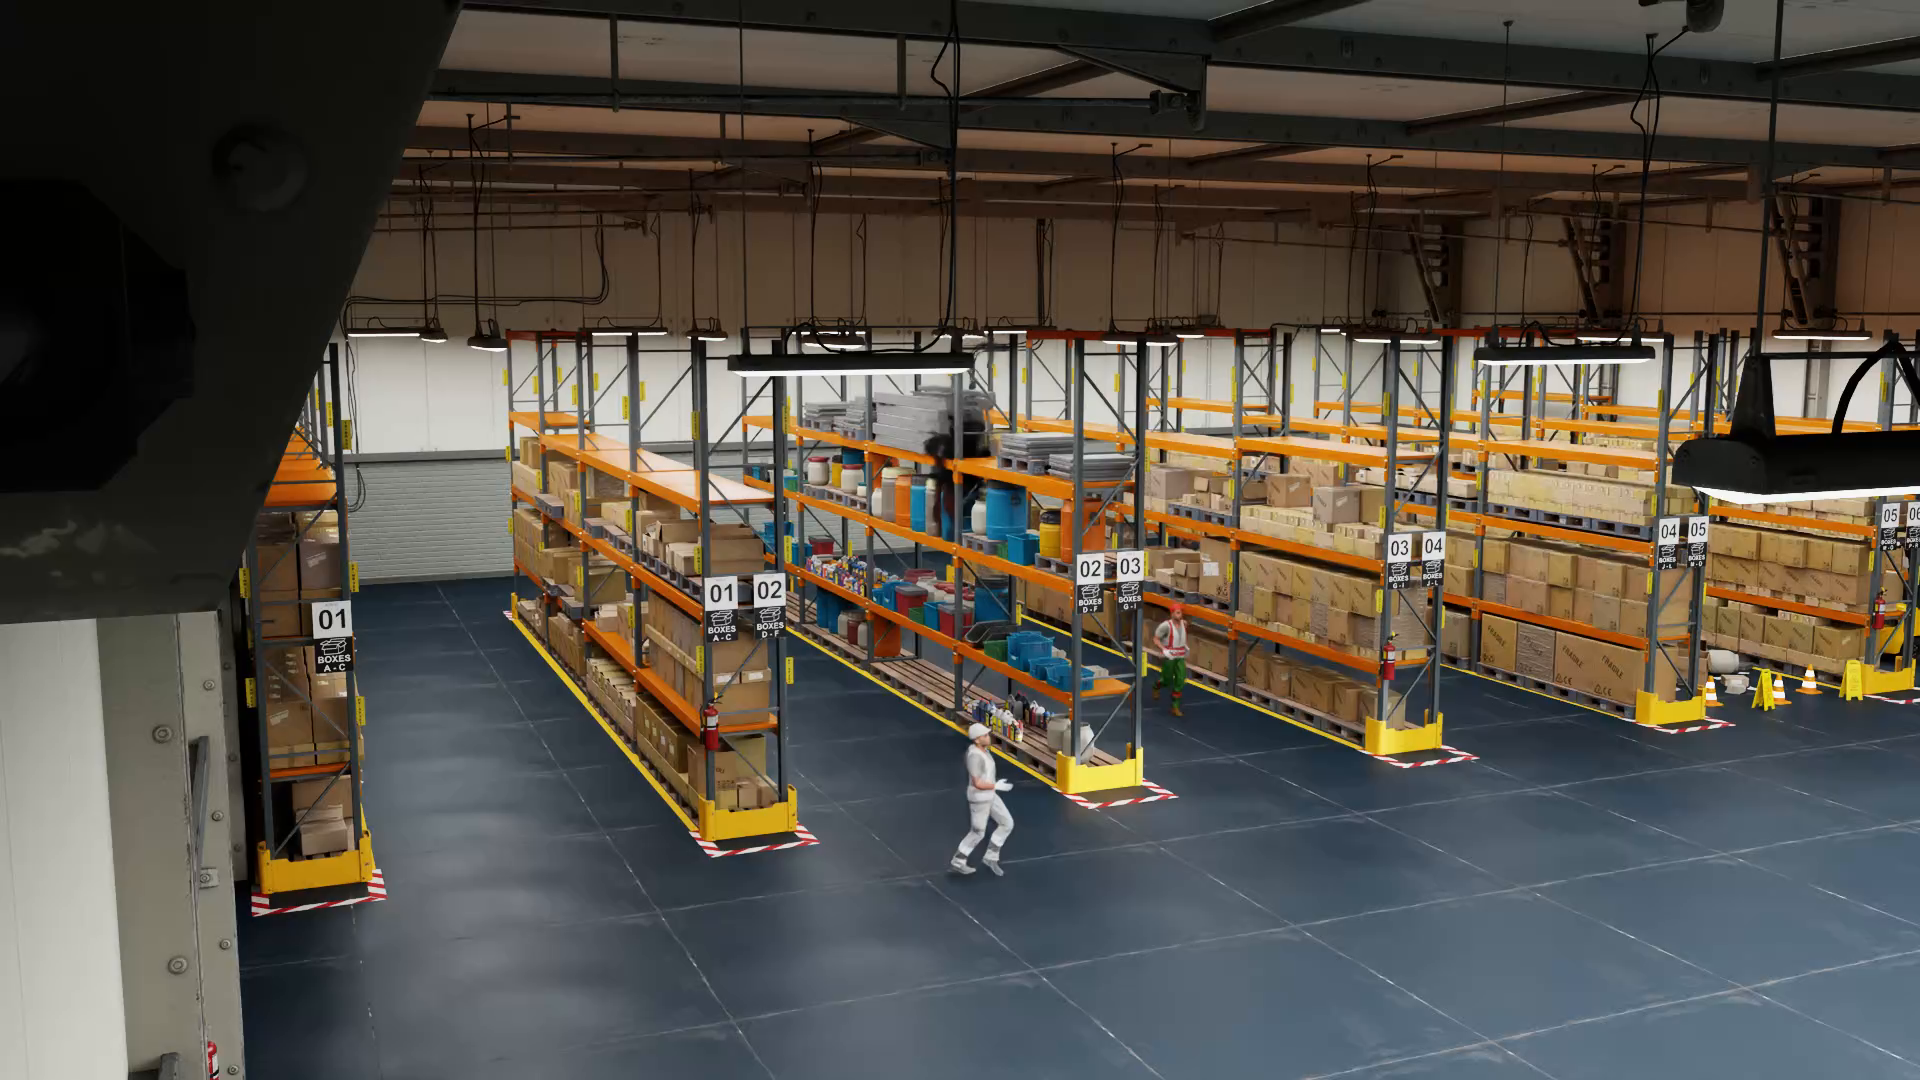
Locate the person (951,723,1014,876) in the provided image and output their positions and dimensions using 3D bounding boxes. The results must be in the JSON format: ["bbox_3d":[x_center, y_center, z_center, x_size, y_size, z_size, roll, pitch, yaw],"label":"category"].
[{"bbox_3d":[0.261,2.925,18.730,0.724,1.785,0.668,2,8,14],"label":"person"}]

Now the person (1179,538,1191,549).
[{"bbox_3d":[5.674,-0.263,42.217,0.957,1.667,0.569,-3,8,-21],"label":"person"}]

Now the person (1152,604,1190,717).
[{"bbox_3d":[3.368,1.872,26.510,0.683,1.767,0.875,-4,9,-27],"label":"person"}]

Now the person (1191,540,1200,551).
[{"bbox_3d":[6.000,-0.113,41.318,0.589,1.726,0.743,6,10,36],"label":"person"}]
